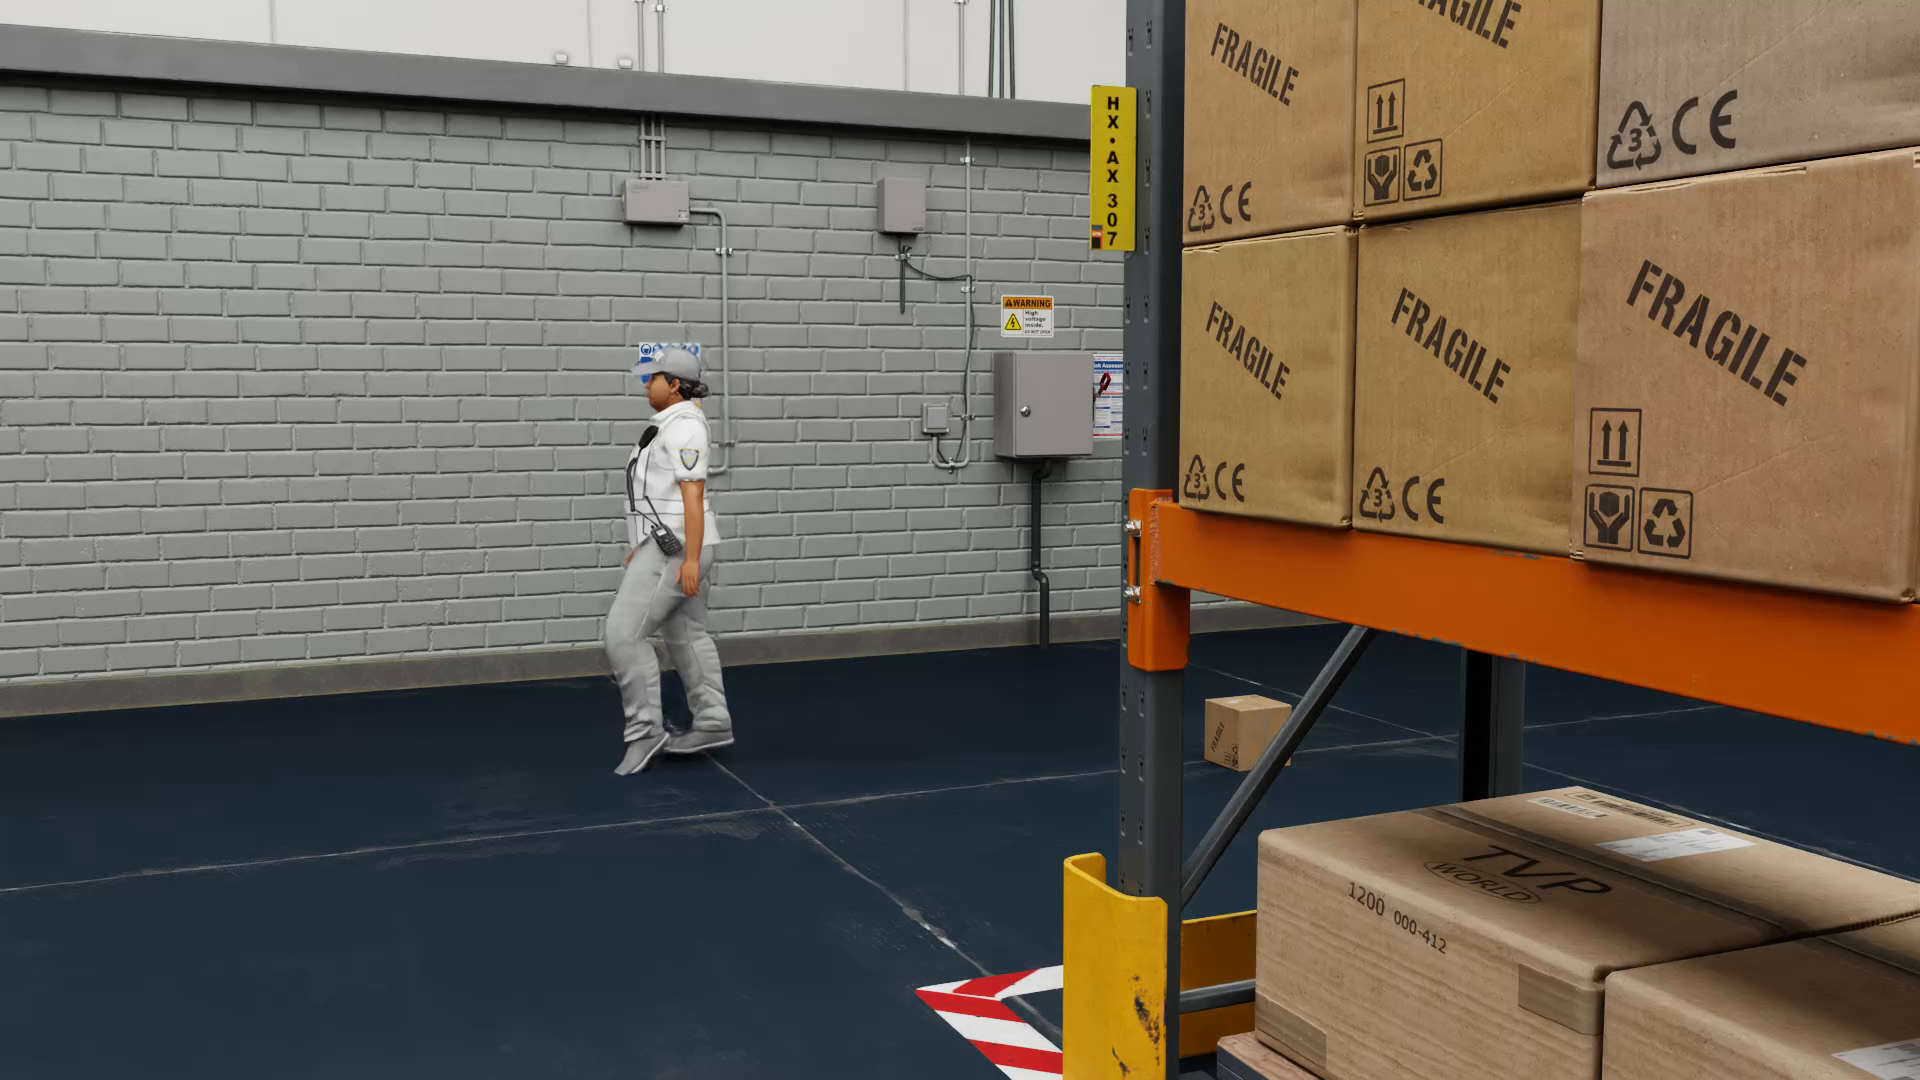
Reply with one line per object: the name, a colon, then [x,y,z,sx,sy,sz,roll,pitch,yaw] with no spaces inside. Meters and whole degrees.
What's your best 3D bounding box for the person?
person: [-1.176,0.093,6.709,0.510,1.738,0.513,-1,6,-10]
